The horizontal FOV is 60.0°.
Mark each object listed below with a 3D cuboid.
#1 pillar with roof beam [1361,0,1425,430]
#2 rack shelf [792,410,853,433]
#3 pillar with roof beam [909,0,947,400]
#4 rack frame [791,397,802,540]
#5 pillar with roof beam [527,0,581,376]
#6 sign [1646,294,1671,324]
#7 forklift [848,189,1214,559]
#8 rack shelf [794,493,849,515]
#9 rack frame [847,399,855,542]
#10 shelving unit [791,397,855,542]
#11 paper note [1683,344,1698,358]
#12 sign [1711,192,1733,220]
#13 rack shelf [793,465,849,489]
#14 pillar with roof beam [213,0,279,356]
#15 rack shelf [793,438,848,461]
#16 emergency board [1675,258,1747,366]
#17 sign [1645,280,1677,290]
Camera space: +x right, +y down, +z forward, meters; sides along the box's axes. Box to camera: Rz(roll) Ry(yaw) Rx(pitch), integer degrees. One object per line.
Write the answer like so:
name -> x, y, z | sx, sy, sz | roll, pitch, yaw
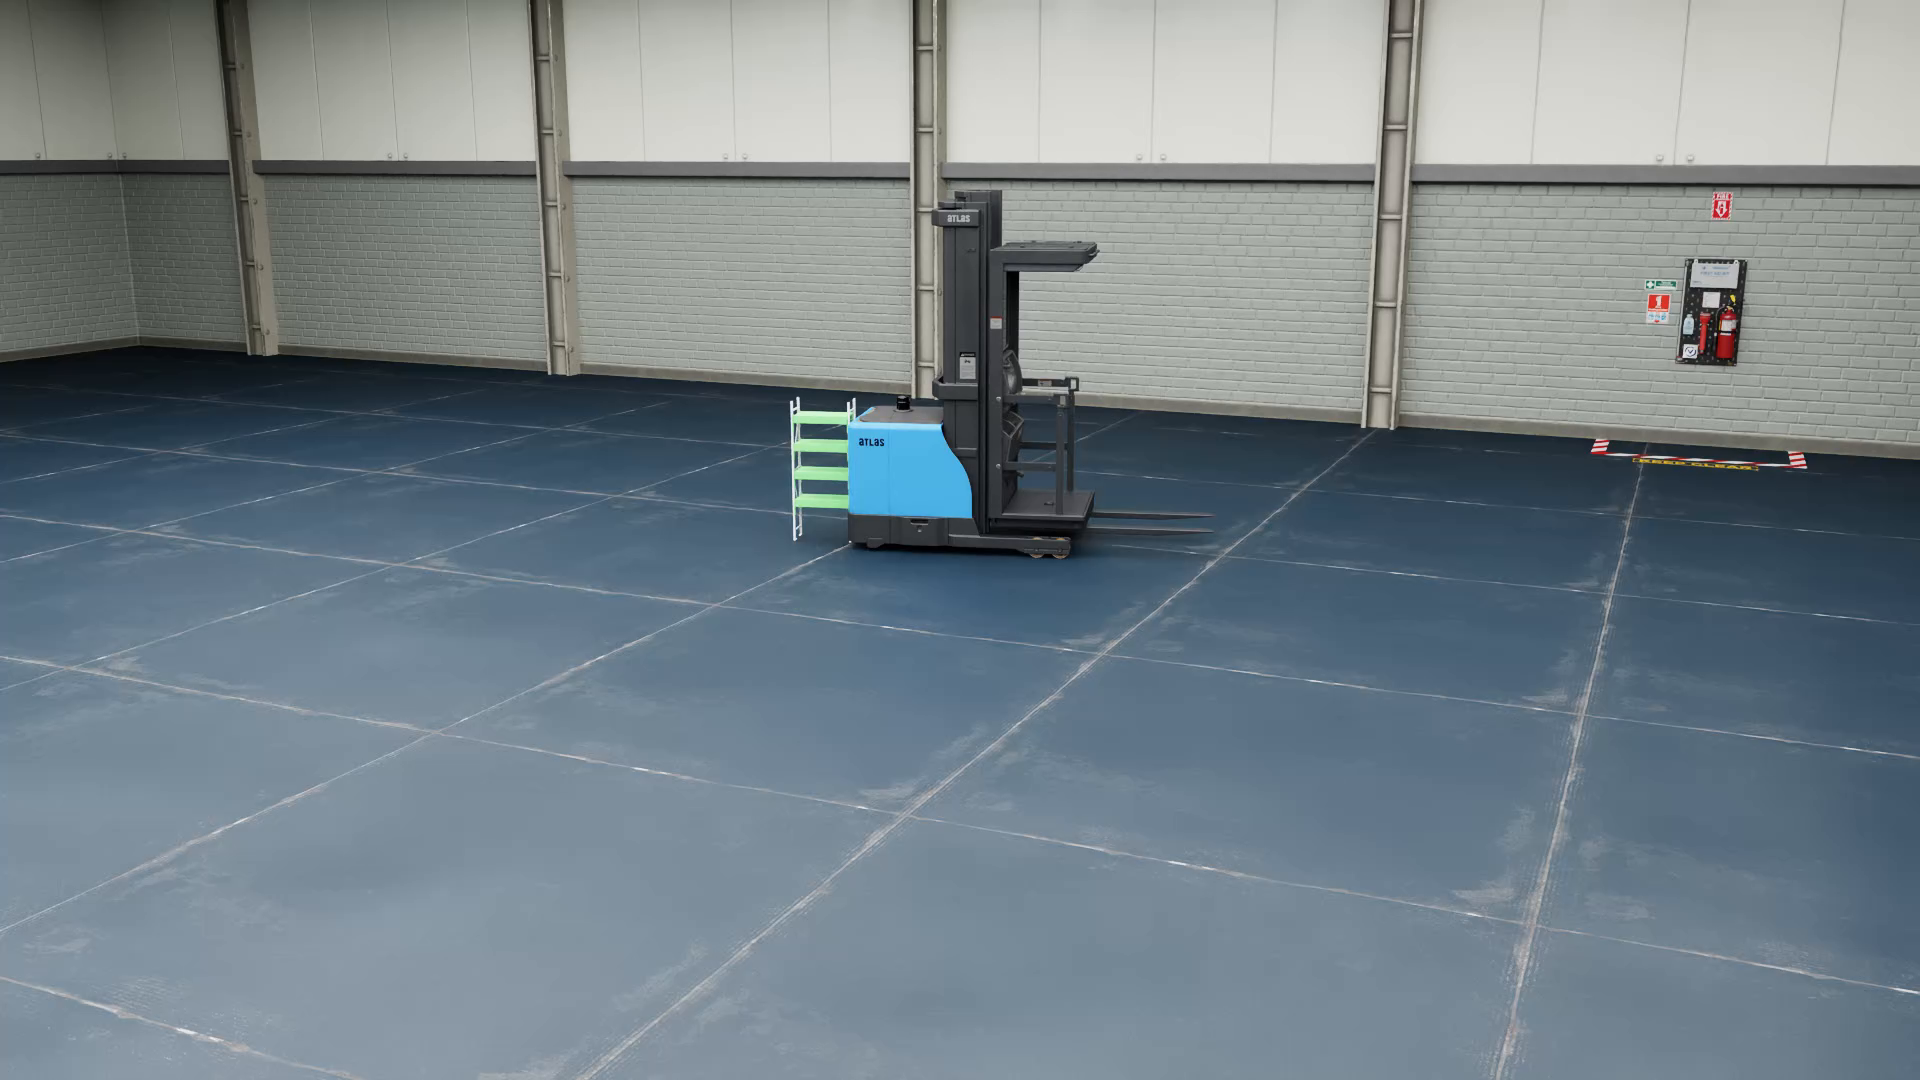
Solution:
pillar with roof beam -> 3.329, -4.851, 15.232 | 0.400, 9.000, 9.100 | 6, 14, 23
rack shelf -> -1.157, -1.004, 14.084 | 0.480, 0.148, 0.258 | 2, 13, 9
pillar with roof beam -> -2.157, -5.407, 17.598 | 0.400, 9.000, 9.100 | 6, 14, 23
rack frame -> -1.398, -0.607, 14.216 | 0.015, 1.200, 0.240 | 2, 13, 9
pillar with roof beam -> -7.643, -5.962, 19.964 | 0.400, 9.000, 9.100 | 6, 14, 23
sign -> 7.851, -2.601, 18.697 | 0.234, 0.329, 0.001 | 6, 14, 23
forklift -> 0.623, -1.405, 13.826 | 3.031, 2.935, 1.130 | 2, 13, 9
rack shelf -> -1.157, -0.303, 14.249 | 0.480, 0.148, 0.258 | 2, 13, 9
rack frame -> -0.916, -0.590, 14.143 | 0.015, 1.200, 0.240 | 2, 13, 9
shelving unit -> -1.157, -0.599, 14.179 | 0.503, 1.200, 0.258 | 2, 13, 9
paper note -> 8.181, -2.113, 18.623 | 0.142, 0.148, 0.016 | 6, 14, 23
sign -> 8.347, -3.662, 18.218 | 0.199, 0.298, 0.001 | 6, 14, 23
rack shelf -> -1.157, -0.536, 14.194 | 0.480, 0.148, 0.258 | 2, 13, 9
pillar with roof beam -> -13.128, -6.517, 22.330 | 0.400, 9.000, 9.100 | 6, 14, 23
rack shelf -> -1.157, -0.770, 14.139 | 0.480, 0.148, 0.258 | 2, 13, 9
emergency board -> 8.315, -2.511, 18.391 | 0.643, 1.169, 0.194 | 6, 14, 23
sign -> 7.851, -2.857, 18.627 | 0.331, 0.109, 0.001 | 6, 14, 23
